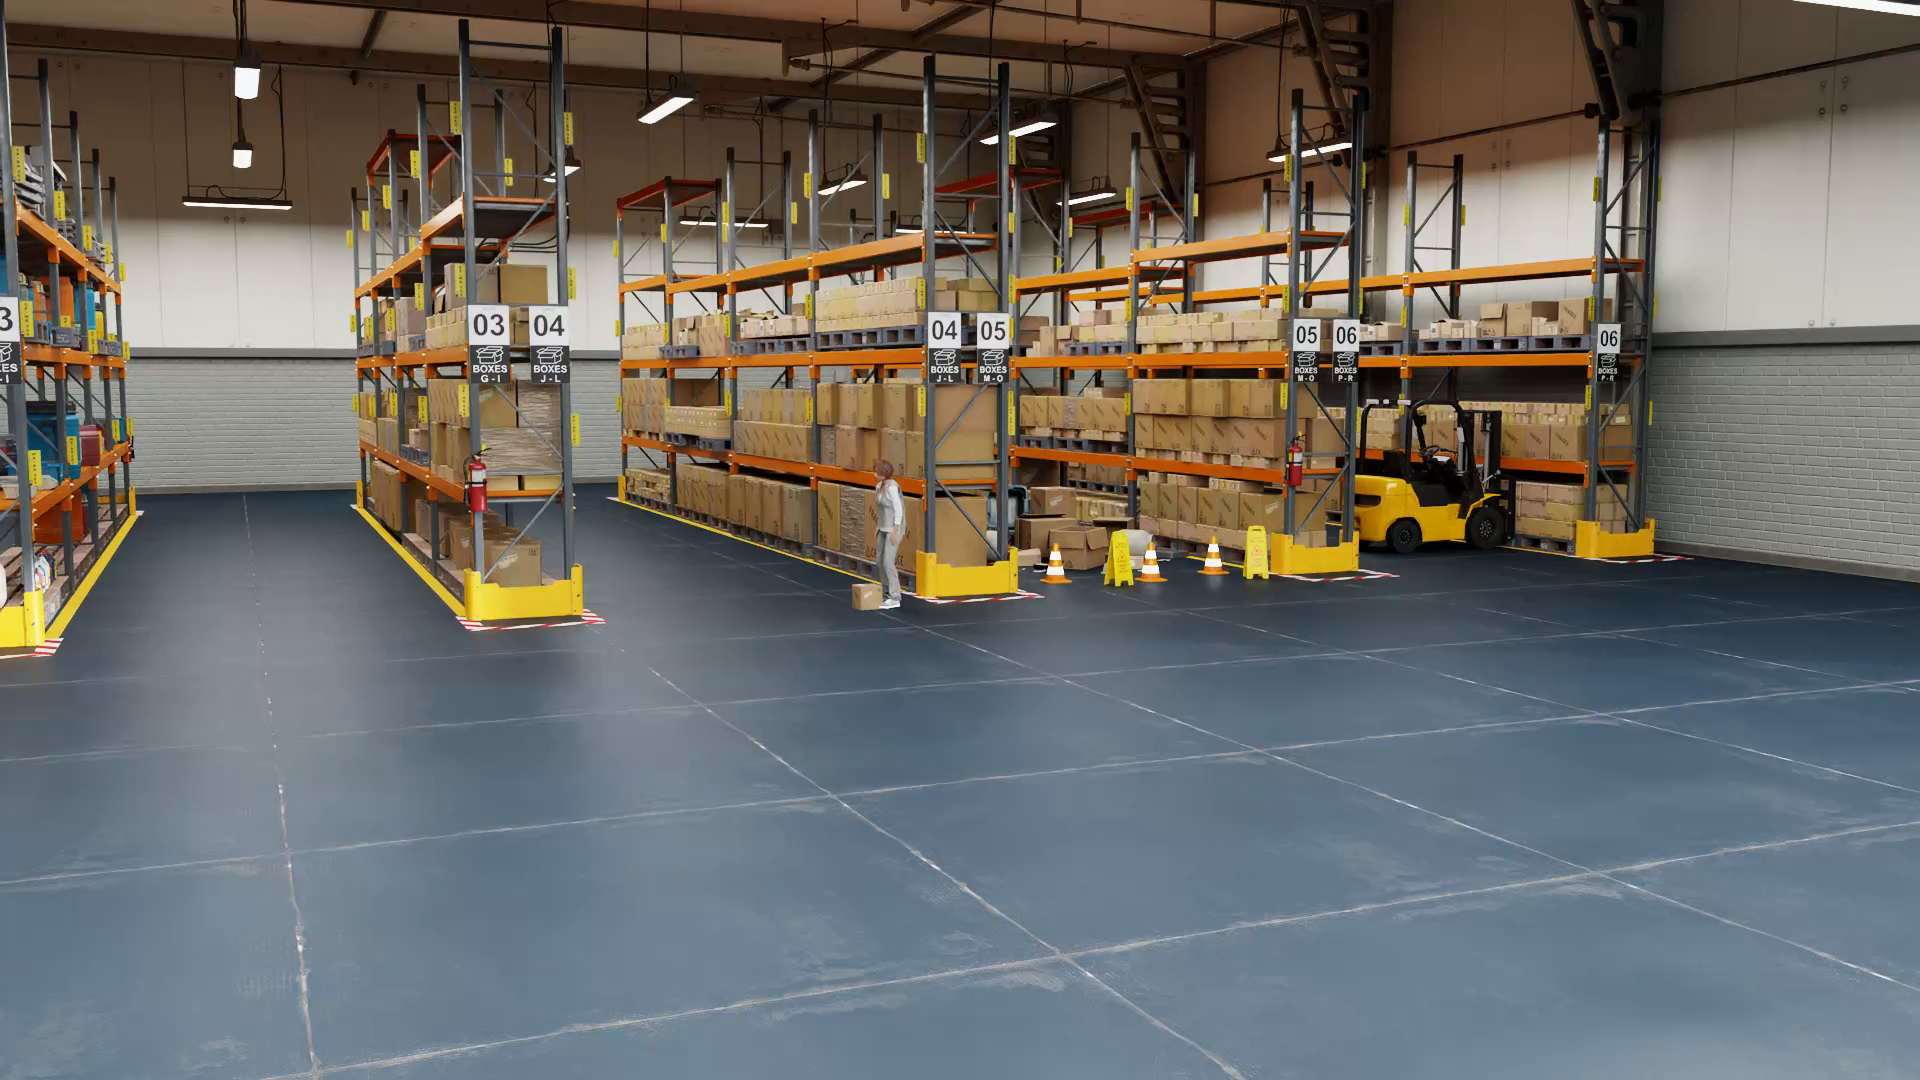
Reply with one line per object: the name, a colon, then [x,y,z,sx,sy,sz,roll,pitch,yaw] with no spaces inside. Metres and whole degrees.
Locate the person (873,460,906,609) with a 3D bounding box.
person: [-0.775,-0.068,17.905,0.344,1.593,0.485,-3,6,-27]
